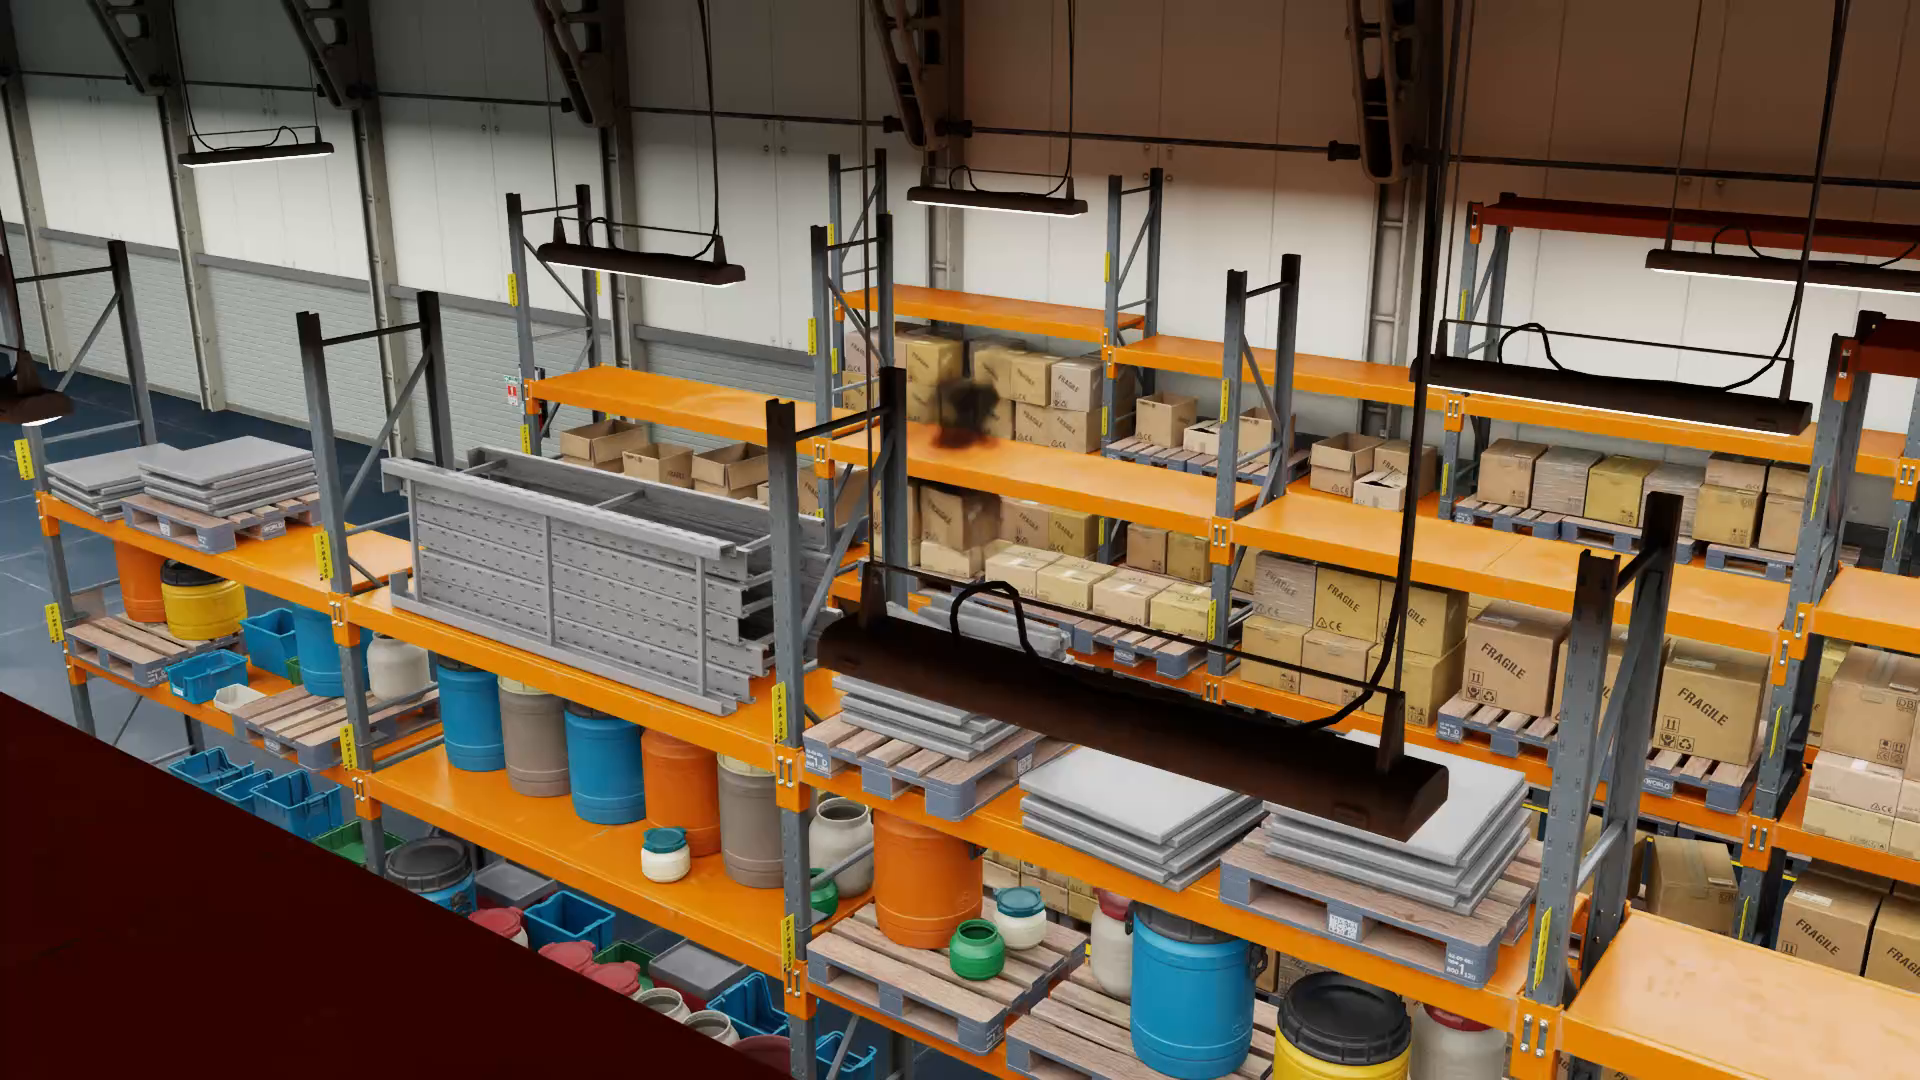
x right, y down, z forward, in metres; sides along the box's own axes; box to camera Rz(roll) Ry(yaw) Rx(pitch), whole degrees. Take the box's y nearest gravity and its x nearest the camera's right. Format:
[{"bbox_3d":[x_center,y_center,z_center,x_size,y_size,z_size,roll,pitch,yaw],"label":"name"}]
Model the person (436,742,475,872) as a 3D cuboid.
[{"bbox_3d":[-4.543,2.467,14.968,0.769,1.772,0.636,13,22,34],"label":"person"}]
